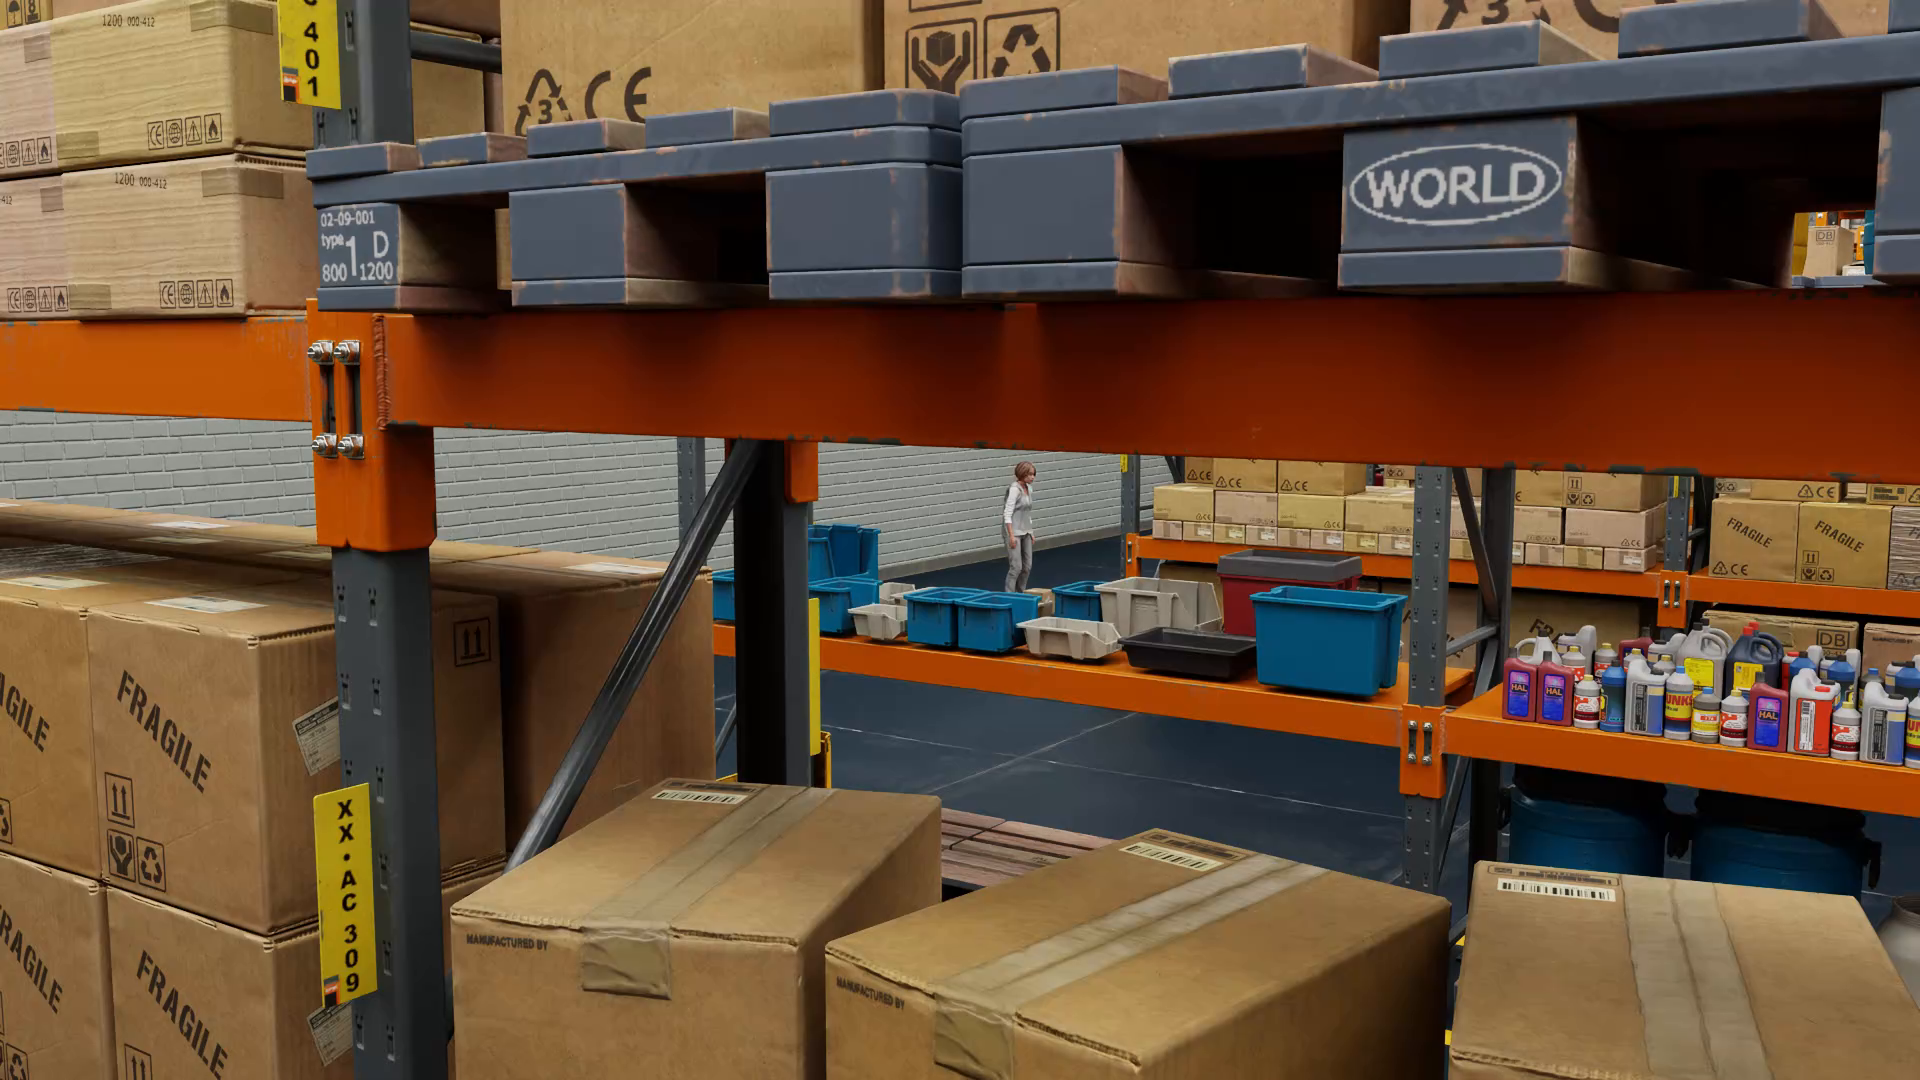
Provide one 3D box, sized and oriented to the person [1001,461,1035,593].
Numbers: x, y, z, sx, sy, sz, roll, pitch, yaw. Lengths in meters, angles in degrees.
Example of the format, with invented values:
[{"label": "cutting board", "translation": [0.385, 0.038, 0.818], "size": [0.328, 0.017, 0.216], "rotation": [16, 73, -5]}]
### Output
[{"label": "person", "translation": [0.621, -0.030, 17.459], "size": [0.343, 1.593, 0.461], "rotation": [4, 8, 34]}]
